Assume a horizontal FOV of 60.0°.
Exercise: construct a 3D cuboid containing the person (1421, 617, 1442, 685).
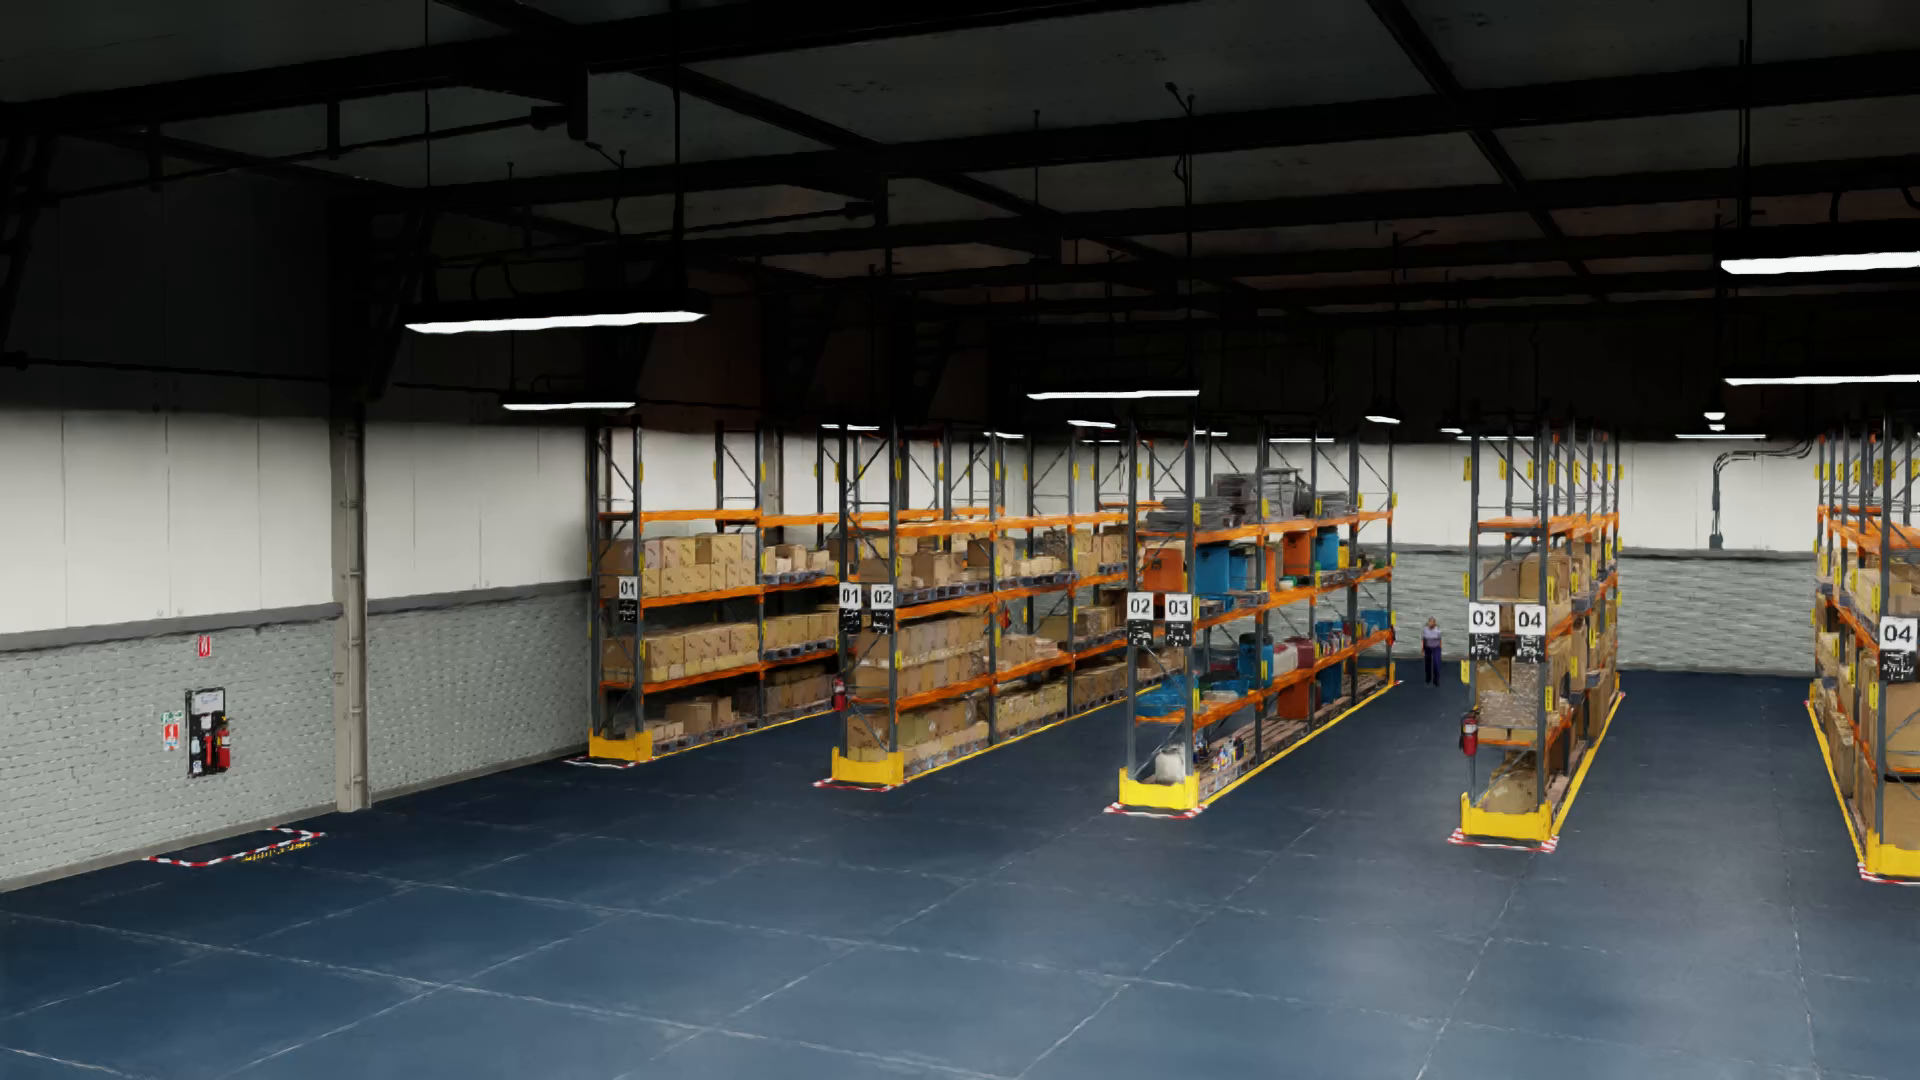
[{"bbox_3d":[11.078,2.603,39.090,0.480,1.583,0.955,1,2,19],"label":"person"}]
